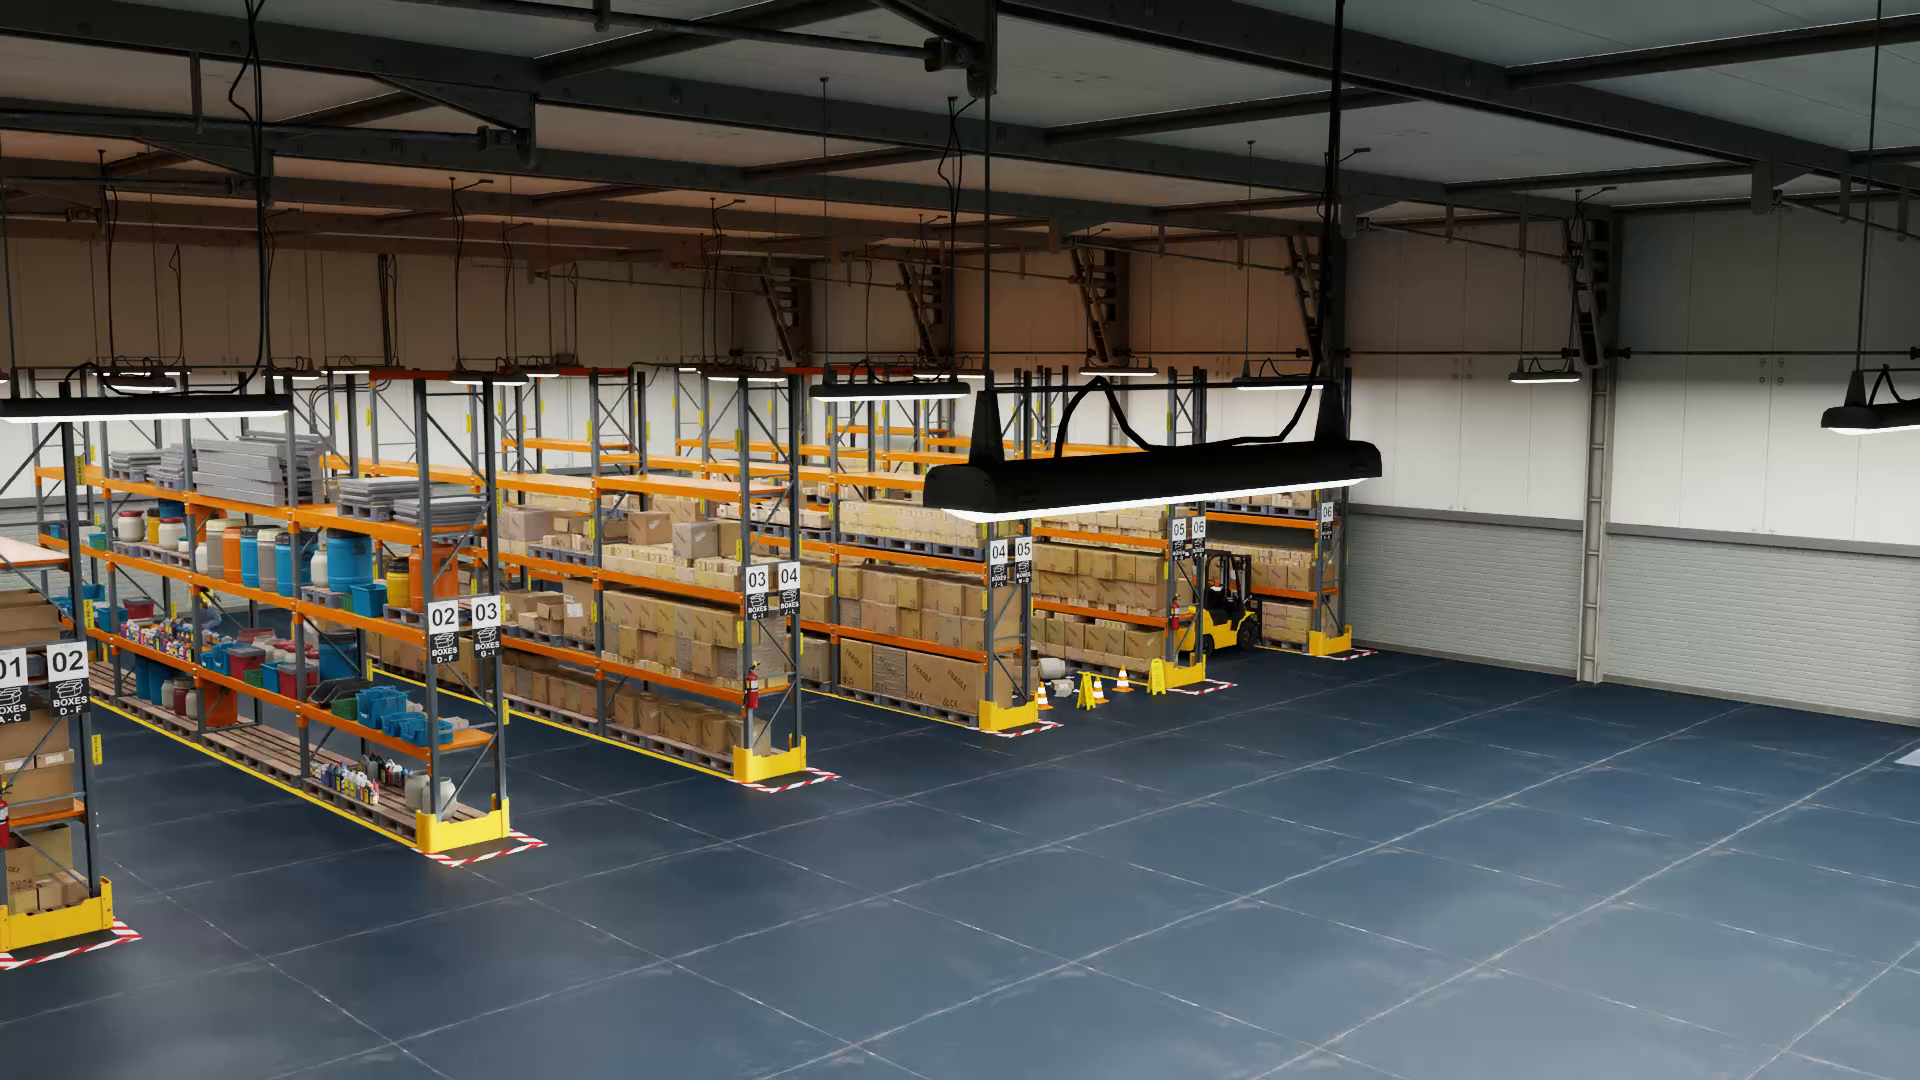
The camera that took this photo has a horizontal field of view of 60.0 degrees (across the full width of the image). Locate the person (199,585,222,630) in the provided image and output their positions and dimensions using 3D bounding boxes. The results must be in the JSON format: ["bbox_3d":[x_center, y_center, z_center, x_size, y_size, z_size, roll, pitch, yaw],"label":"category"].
[{"bbox_3d":[-16.260,1.422,35.937,0.557,1.718,0.705,-4,8,-34],"label":"person"}]

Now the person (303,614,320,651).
[{"bbox_3d":[-12.017,2.070,30.689,1.091,1.662,0.538,5,8,40],"label":"person"}]
